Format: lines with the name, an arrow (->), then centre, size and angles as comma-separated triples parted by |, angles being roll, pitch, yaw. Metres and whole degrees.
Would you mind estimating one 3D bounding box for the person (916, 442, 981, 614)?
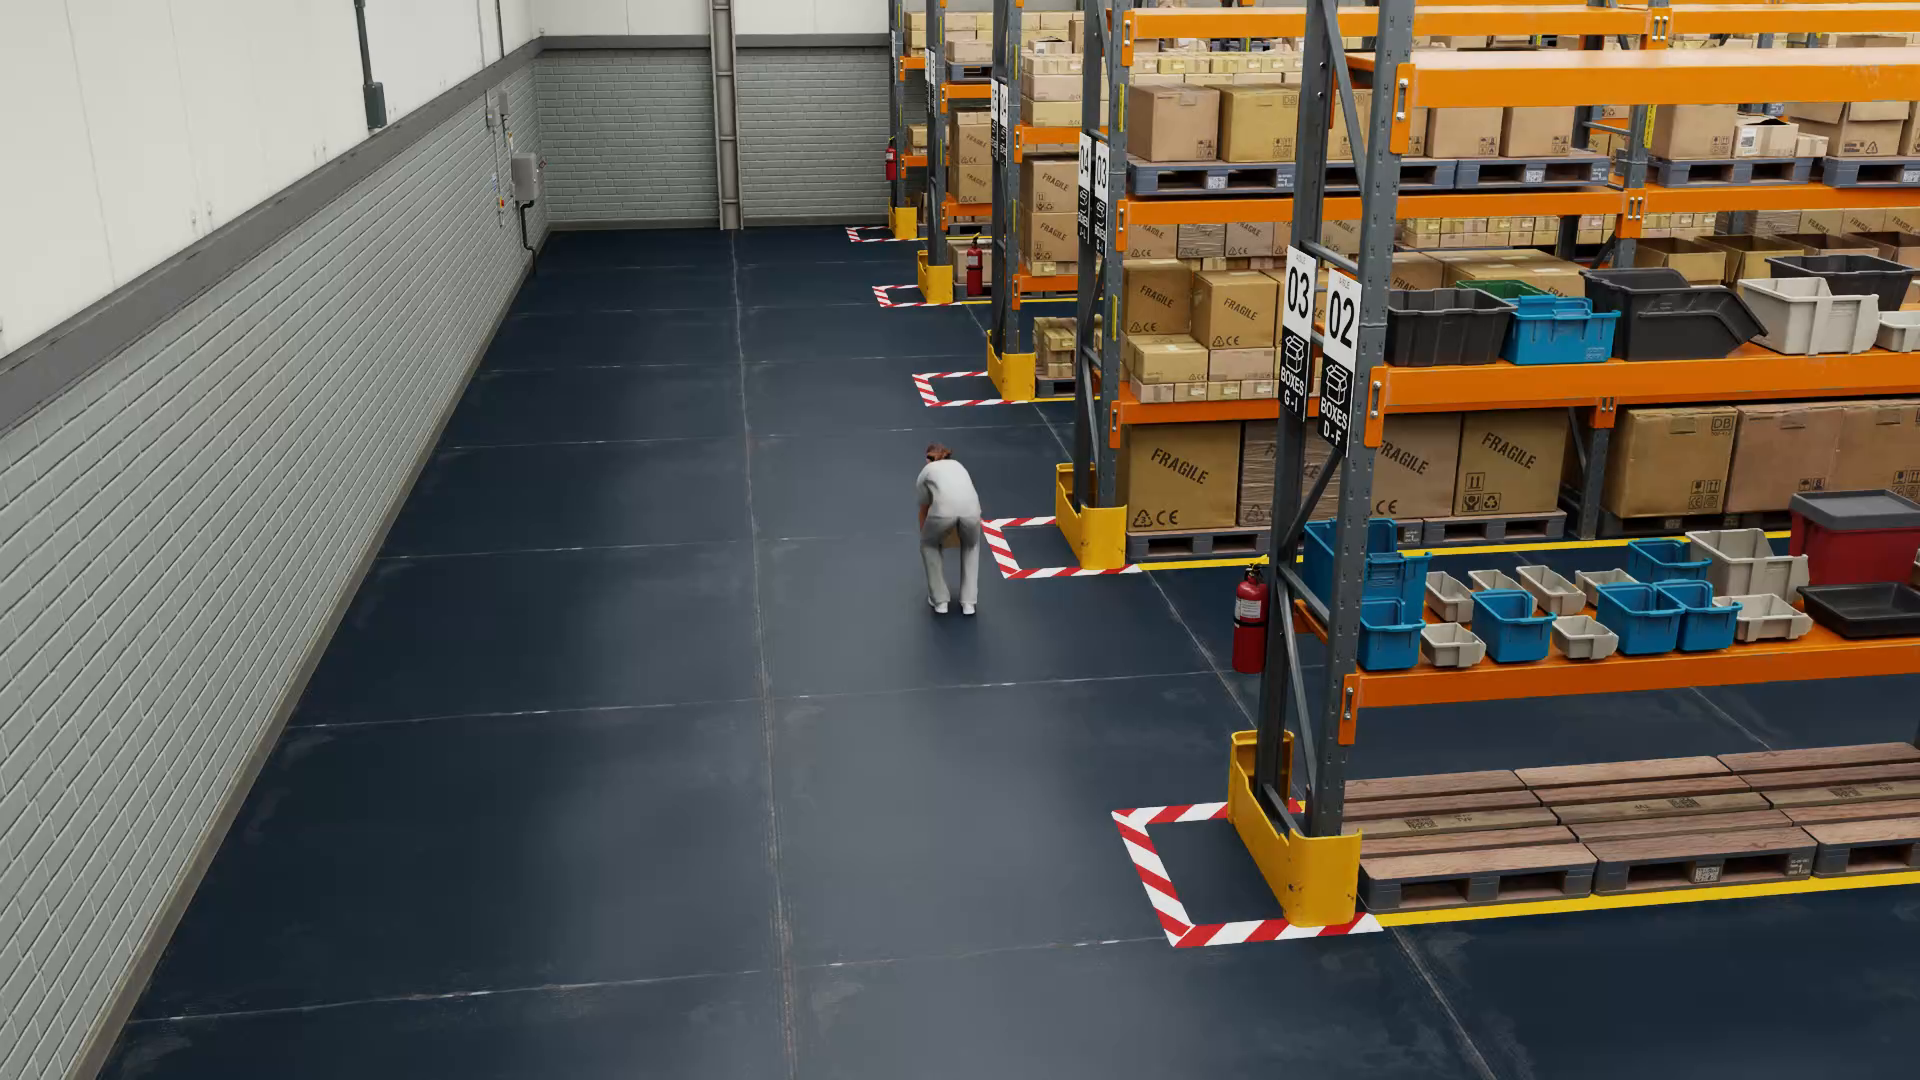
person -> -0.085, -0.083, 12.118 | 0.439, 1.116, 0.852 | -4, 20, -10
